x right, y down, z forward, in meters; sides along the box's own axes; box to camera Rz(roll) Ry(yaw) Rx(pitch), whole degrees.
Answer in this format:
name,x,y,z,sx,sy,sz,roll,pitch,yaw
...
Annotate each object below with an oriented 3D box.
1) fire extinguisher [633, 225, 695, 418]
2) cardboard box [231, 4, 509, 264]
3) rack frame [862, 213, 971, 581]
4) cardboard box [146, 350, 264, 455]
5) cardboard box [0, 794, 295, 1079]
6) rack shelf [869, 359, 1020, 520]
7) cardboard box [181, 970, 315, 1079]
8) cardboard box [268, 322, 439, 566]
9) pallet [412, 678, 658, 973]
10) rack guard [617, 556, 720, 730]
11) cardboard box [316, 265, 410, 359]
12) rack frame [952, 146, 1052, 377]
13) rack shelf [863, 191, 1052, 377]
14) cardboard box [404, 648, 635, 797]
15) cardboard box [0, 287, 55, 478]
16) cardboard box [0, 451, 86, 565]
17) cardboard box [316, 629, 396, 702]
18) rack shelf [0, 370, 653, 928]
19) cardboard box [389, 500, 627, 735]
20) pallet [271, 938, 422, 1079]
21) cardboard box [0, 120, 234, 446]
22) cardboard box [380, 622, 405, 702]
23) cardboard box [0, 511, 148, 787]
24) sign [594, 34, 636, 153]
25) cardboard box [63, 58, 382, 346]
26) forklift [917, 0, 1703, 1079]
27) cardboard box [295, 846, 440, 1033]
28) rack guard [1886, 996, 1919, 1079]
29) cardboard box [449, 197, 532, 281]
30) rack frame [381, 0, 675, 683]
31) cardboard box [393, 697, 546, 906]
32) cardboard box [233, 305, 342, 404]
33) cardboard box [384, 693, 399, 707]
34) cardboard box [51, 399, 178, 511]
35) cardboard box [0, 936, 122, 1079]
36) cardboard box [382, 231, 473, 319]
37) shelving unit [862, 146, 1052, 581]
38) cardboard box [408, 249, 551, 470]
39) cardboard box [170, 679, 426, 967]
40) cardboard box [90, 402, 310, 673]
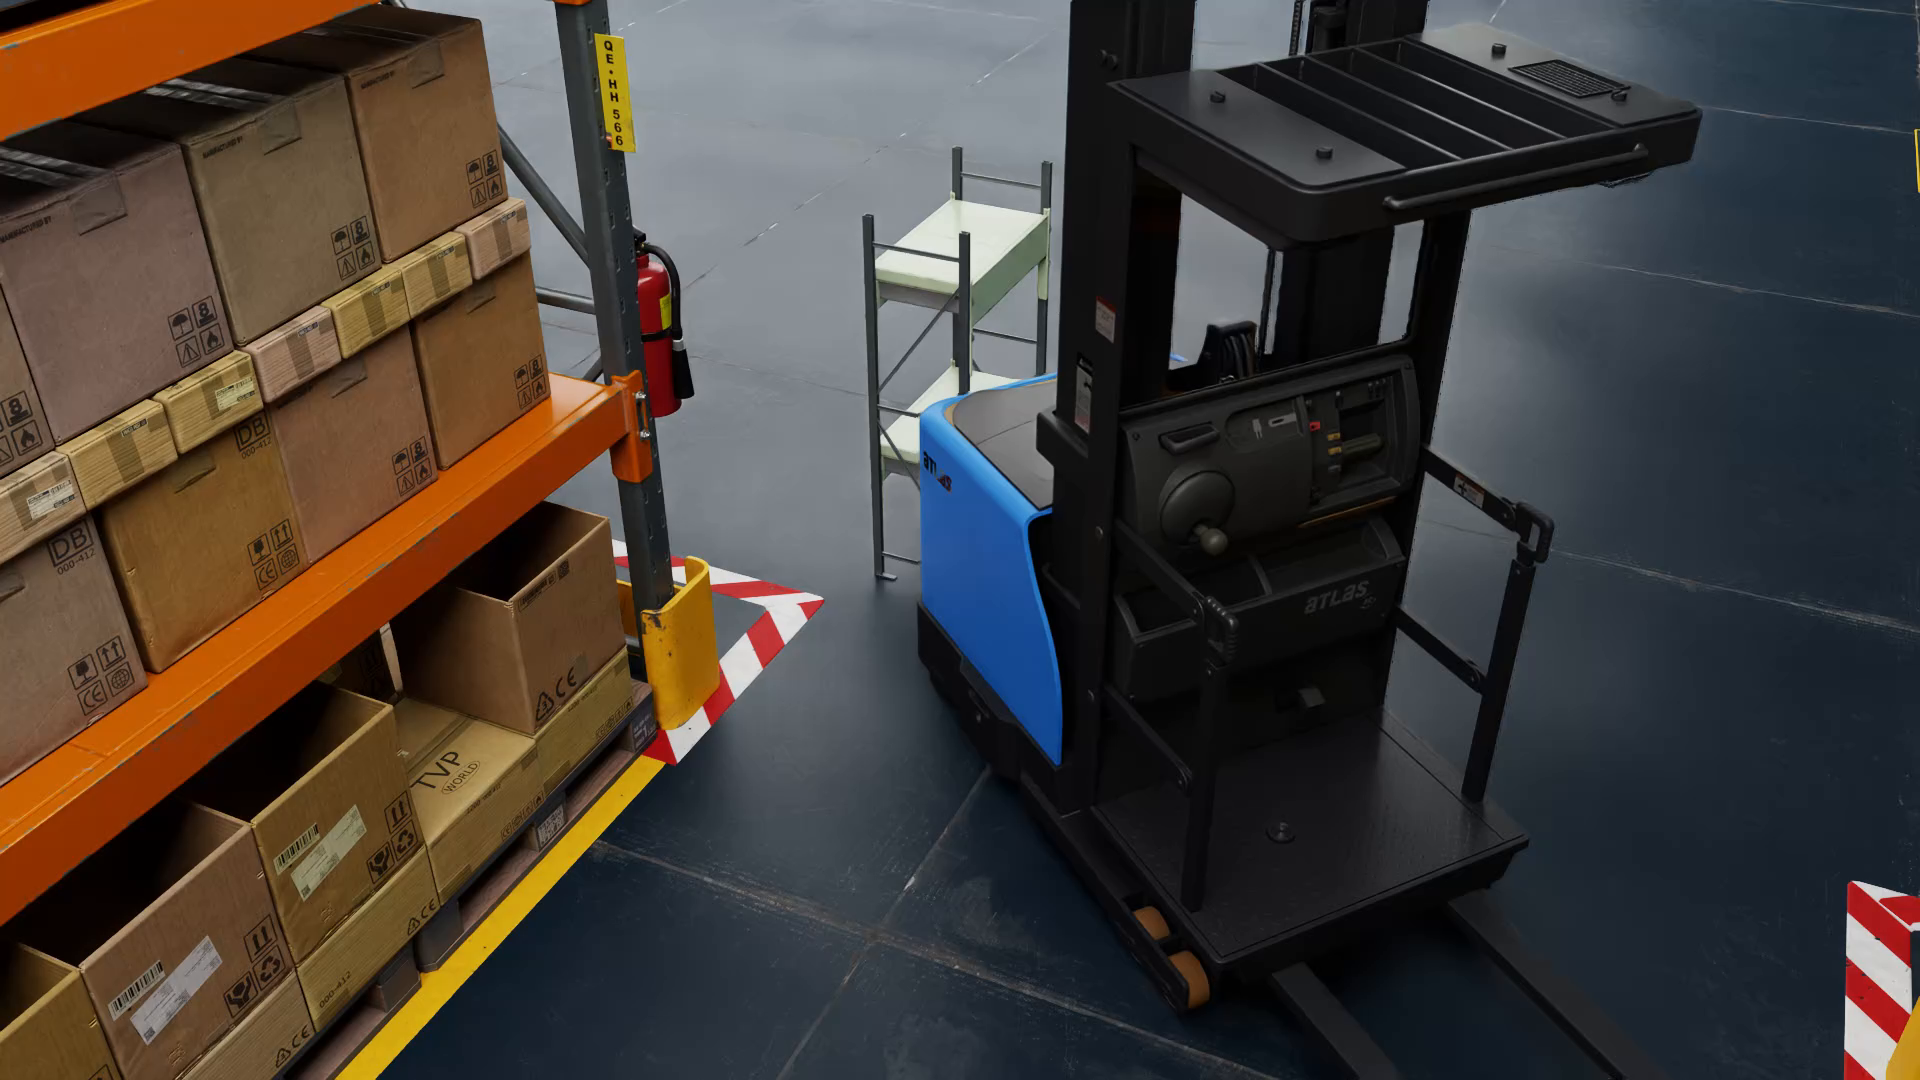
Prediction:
name,x,y,z,sx,sy,sz,roll,pitch,yaw
fire extinguisher,-0.980,-0.712,5.172,0.296,0.674,0.183,14,36,20
cardboard box,-1.680,-1.121,4.450,0.700,0.500,0.500,14,36,21
rack frame,-0.150,-0.448,6.066,0.400,1.500,0.023,14,36,20
cardboard box,-1.870,-0.358,3.878,0.380,0.149,0.250,15,36,22
cardboard box,-2.020,0.954,4.001,0.500,0.500,0.500,14,36,20
rack shelf,0.003,-0.358,6.523,0.431,0.370,0.720,14,36,20
cardboard box,-2.024,1.266,4.208,0.500,0.250,0.500,14,36,20
cardboard box,-1.873,-0.342,4.445,0.700,0.500,0.500,15,36,22
pallet,-1.733,0.764,5.392,1.003,0.211,1.213,14,36,20
rack guard,-1.441,0.241,5.927,1.175,0.500,0.348,14,36,20
cardboard box,-1.653,-0.614,4.267,0.380,0.149,0.250,14,36,20
rack frame,0.156,-0.813,6.622,0.400,1.500,0.023,14,36,20
rack shelf,0.003,-0.957,6.130,0.431,0.370,0.720,14,36,20
cardboard box,-1.407,0.517,5.351,0.500,0.250,0.500,14,36,20
cardboard box,-2.315,-0.357,3.285,0.700,0.500,0.500,14,36,21
cardboard box,-2.085,-0.099,3.482,0.380,0.149,0.250,14,36,20
cardboard box,-2.085,0.334,4.946,0.500,0.500,0.500,14,36,20
rack shelf,-2.288,0.504,3.901,1.077,0.370,4.000,14,36,20
cardboard box,-1.405,0.203,5.145,0.500,0.500,0.500,14,36,20
pallet,-2.245,1.369,4.469,1.003,0.211,1.213,14,36,20
cardboard box,-2.105,-0.607,3.665,0.700,0.500,0.500,14,36,21
cardboard box,-1.877,0.398,5.532,0.500,0.250,0.500,14,36,20
cardboard box,-2.303,0.167,3.669,0.700,0.500,0.500,15,36,22
sign,-0.964,-1.244,4.640,0.100,0.325,0.005,14,36,20
cardboard box,-1.895,-0.858,4.048,0.700,0.500,0.500,13,36,19
forklift,0.956,-0.171,4.339,1.130,2.935,3.031,-15,36,-22
cardboard box,-1.813,1.018,4.587,0.500,0.250,0.500,14,36,20
rack guard,3.018,1.425,4.121,1.175,0.500,0.348,14,36,20
cardboard box,-1.438,-0.872,4.661,0.380,0.149,0.250,14,36,20
rack frame,-1.451,-0.793,5.223,1.000,3.000,0.127,14,36,20
cardboard box,-1.605,0.768,4.967,0.500,0.250,0.500,14,36,20
cardboard box,-1.760,-0.489,4.077,0.380,0.149,0.250,15,36,21
cardboard box,-2.083,0.648,5.151,0.500,0.250,0.500,14,36,20
cardboard box,-1.978,-0.226,3.677,0.380,0.149,0.250,15,36,22
cardboard box,-2.228,1.203,3.620,0.500,0.500,0.500,14,36,20
cardboard box,-1.546,-0.741,4.462,0.380,0.149,0.250,15,36,22
shelving unit,0.003,-0.631,6.344,0.431,1.500,0.755,14,36,20
cardboard box,-1.658,-0.605,4.846,0.700,0.500,0.500,14,36,20
cardboard box,-1.810,0.705,4.380,0.500,0.500,0.500,14,36,20
cardboard box,-2.086,-0.096,4.070,0.700,0.500,0.500,14,36,21
